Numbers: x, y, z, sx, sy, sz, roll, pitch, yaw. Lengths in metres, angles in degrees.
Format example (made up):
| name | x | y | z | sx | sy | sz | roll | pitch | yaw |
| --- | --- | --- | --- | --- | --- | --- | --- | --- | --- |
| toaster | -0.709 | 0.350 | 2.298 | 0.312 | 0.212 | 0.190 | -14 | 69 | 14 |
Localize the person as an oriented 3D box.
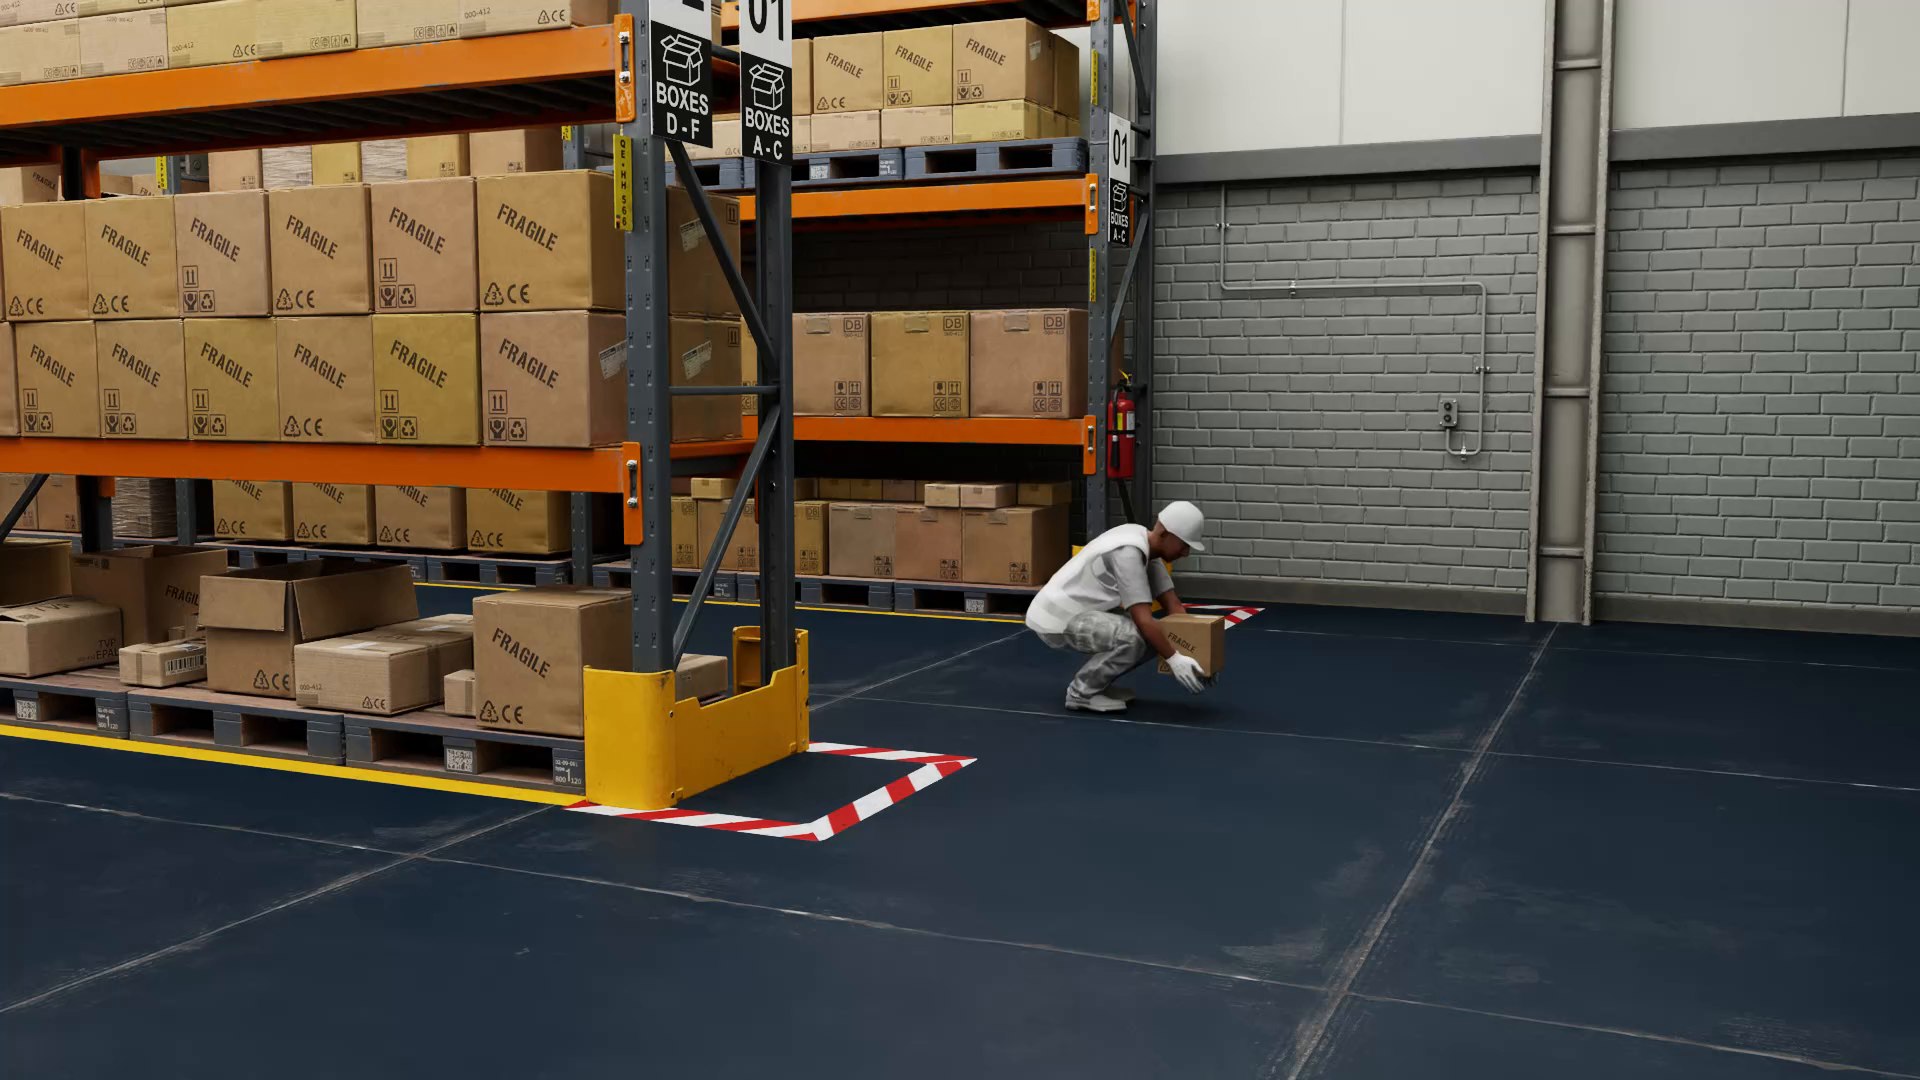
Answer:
| name | x | y | z | sx | sy | sz | roll | pitch | yaw |
| --- | --- | --- | --- | --- | --- | --- | --- | --- | --- |
| person | 0.775 | 0.308 | 7.868 | 0.895 | 0.991 | 0.567 | 2 | 6 | 23 |
